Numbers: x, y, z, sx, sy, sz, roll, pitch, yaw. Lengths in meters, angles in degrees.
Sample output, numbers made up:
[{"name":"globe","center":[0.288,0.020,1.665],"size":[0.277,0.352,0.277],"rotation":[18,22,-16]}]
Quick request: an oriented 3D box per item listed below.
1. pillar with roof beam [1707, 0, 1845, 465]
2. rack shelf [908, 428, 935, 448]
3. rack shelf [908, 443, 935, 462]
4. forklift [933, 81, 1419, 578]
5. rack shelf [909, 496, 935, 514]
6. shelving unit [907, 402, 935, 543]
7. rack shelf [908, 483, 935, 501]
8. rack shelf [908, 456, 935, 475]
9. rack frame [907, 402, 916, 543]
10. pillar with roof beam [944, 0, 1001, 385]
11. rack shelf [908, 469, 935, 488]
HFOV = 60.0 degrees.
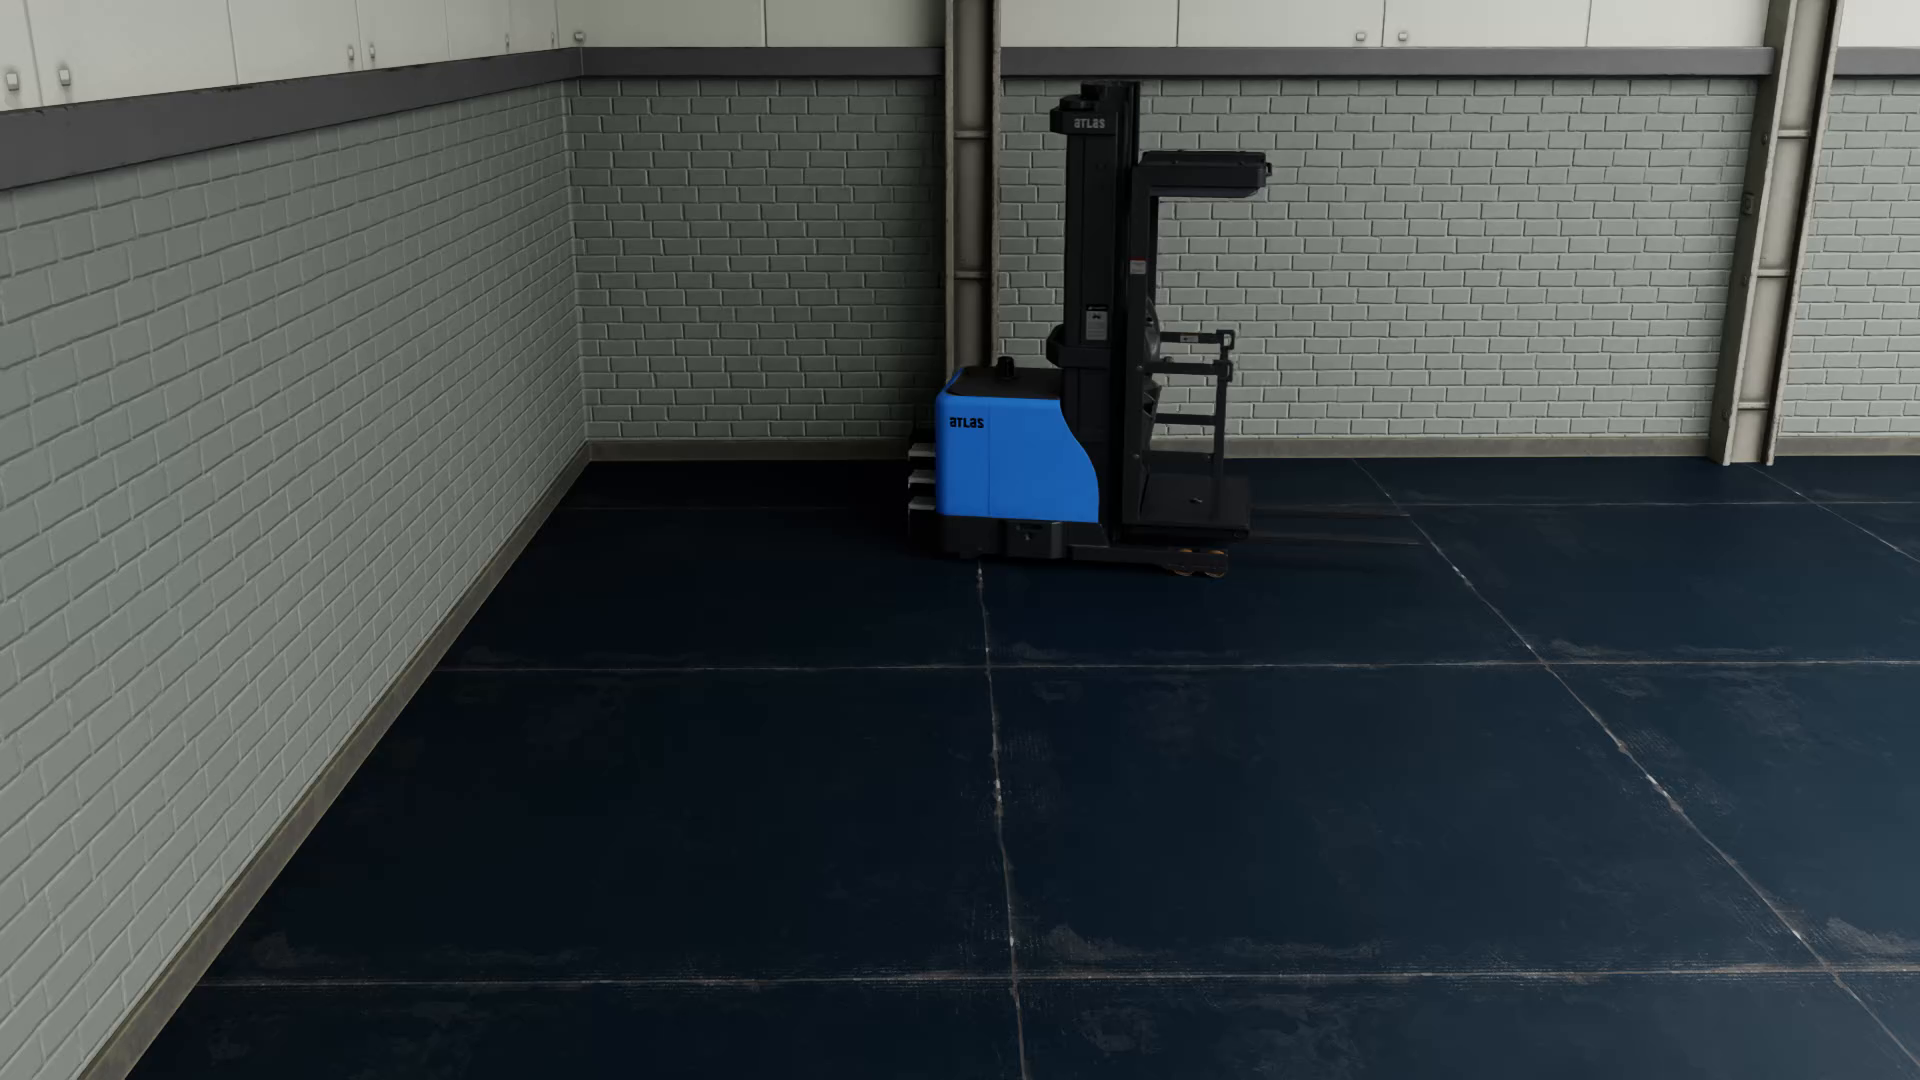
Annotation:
[{"name":"pillar with roof beam","center":[6.155,-3.595,7.523],"size":[0.400,9.000,9.100],"rotation":[0,18,-1]},{"name":"rack shelf","center":[-0.218,-0.664,10.869],"size":[0.200,0.077,0.258],"rotation":[3,18,9]},{"name":"rack shelf","center":[-0.218,-0.578,10.897],"size":[0.200,0.077,0.258],"rotation":[3,18,9]},{"name":"forklift","center":[1.393,-1.338,10.419],"size":[3.031,2.935,1.130],"rotation":[3,18,9]},{"name":"rack shelf","center":[-0.218,-0.235,11.007],"size":[0.200,0.077,0.258],"rotation":[3,18,9]},{"name":"shelving unit","center":[-0.218,-0.439,10.941],"size":[0.210,0.900,0.258],"rotation":[3,18,9]},{"name":"rack shelf","center":[-0.218,-0.321,10.979],"size":[0.200,0.077,0.258],"rotation":[3,18,9]},{"name":"rack shelf","center":[-0.218,-0.493,10.924],"size":[0.200,0.077,0.258],"rotation":[3,18,9]},{"name":"rack frame","center":[-0.318,-0.444,10.958],"size":[0.006,0.900,0.240],"rotation":[3,18,9]},{"name":"pillar with roof beam","center":[0.156,-3.566,7.433],"size":[0.400,9.000,9.100],"rotation":[0,18,-1]},{"name":"rack shelf","center":[-0.218,-0.407,10.952],"size":[0.200,0.077,0.258],"rotation":[3,18,9]}]
